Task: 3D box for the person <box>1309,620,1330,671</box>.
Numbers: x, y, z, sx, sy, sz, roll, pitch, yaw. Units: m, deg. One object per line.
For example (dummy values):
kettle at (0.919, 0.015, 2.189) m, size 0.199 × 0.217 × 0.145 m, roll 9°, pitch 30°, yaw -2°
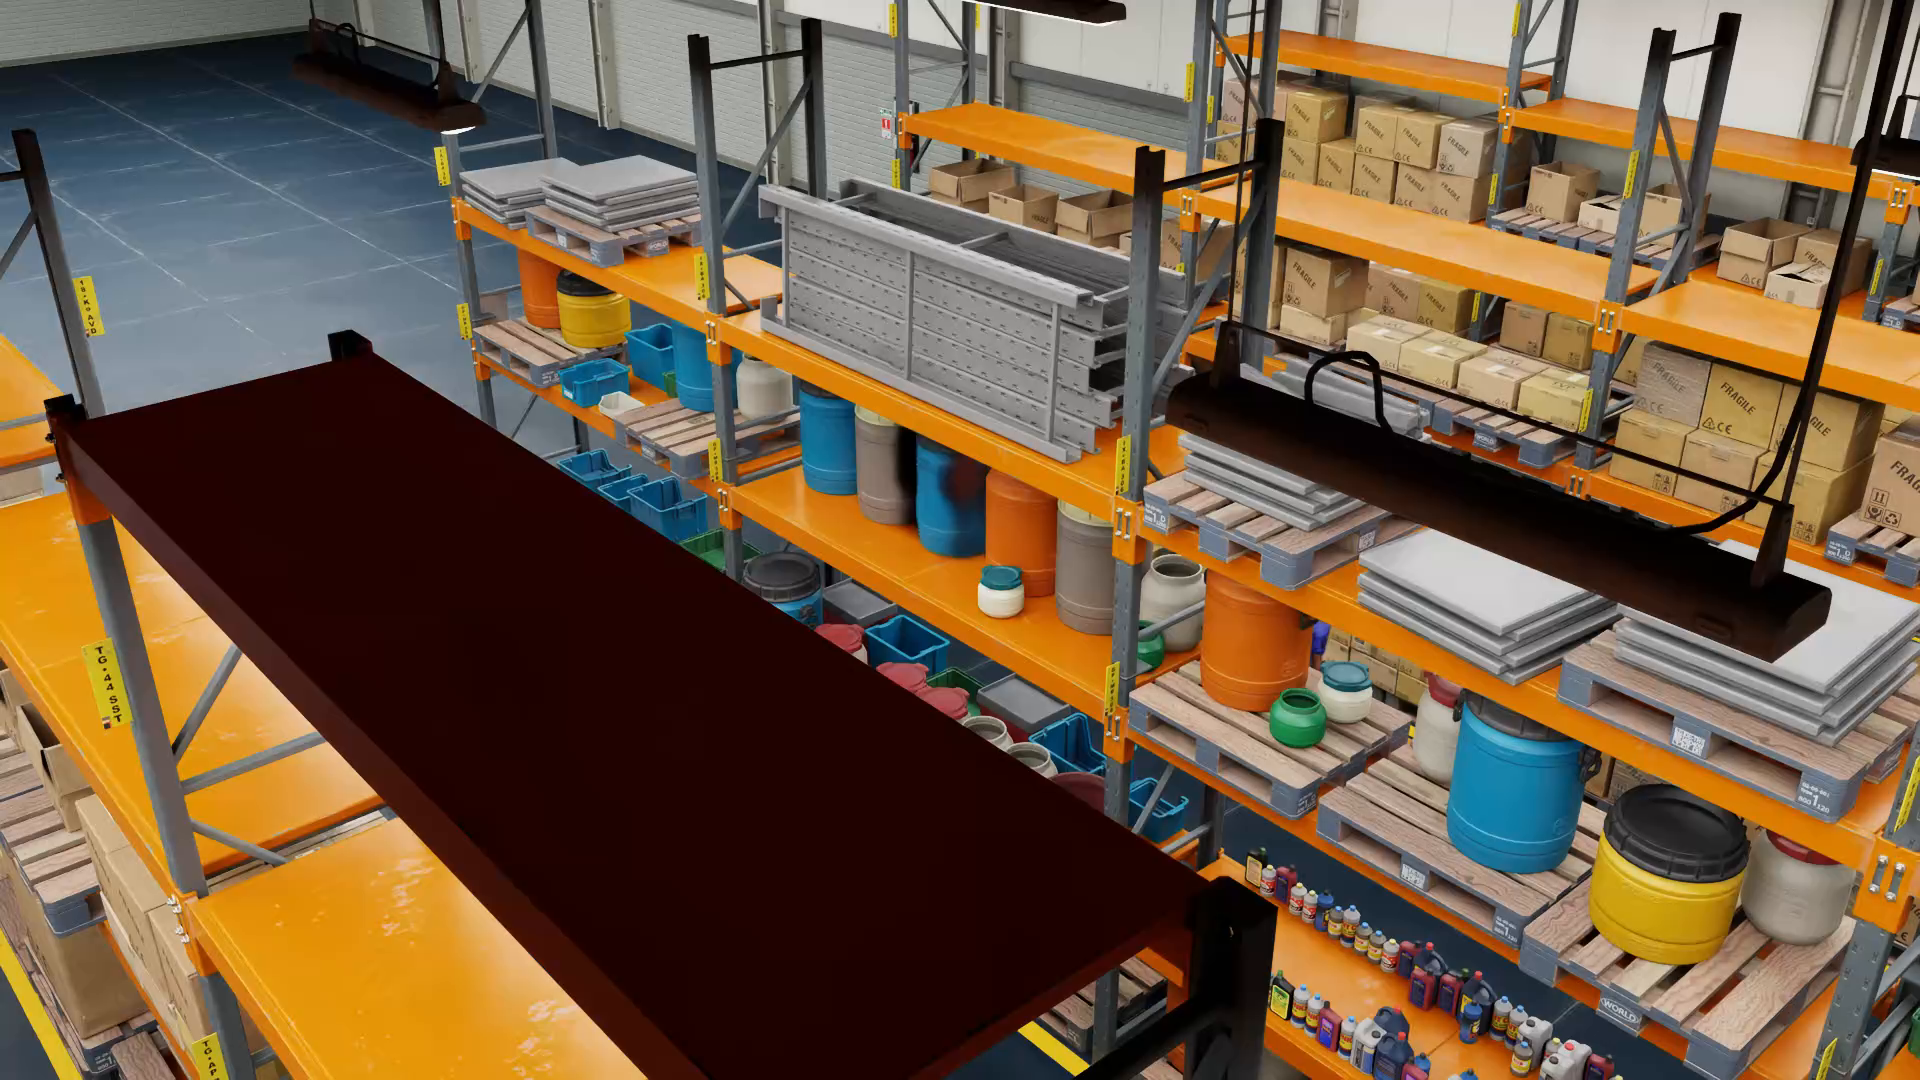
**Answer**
person at (2.714, 1.123, 13.472) m, size 0.517 × 1.684 × 0.363 m, roll 22°, pitch 35°, yaw 37°
